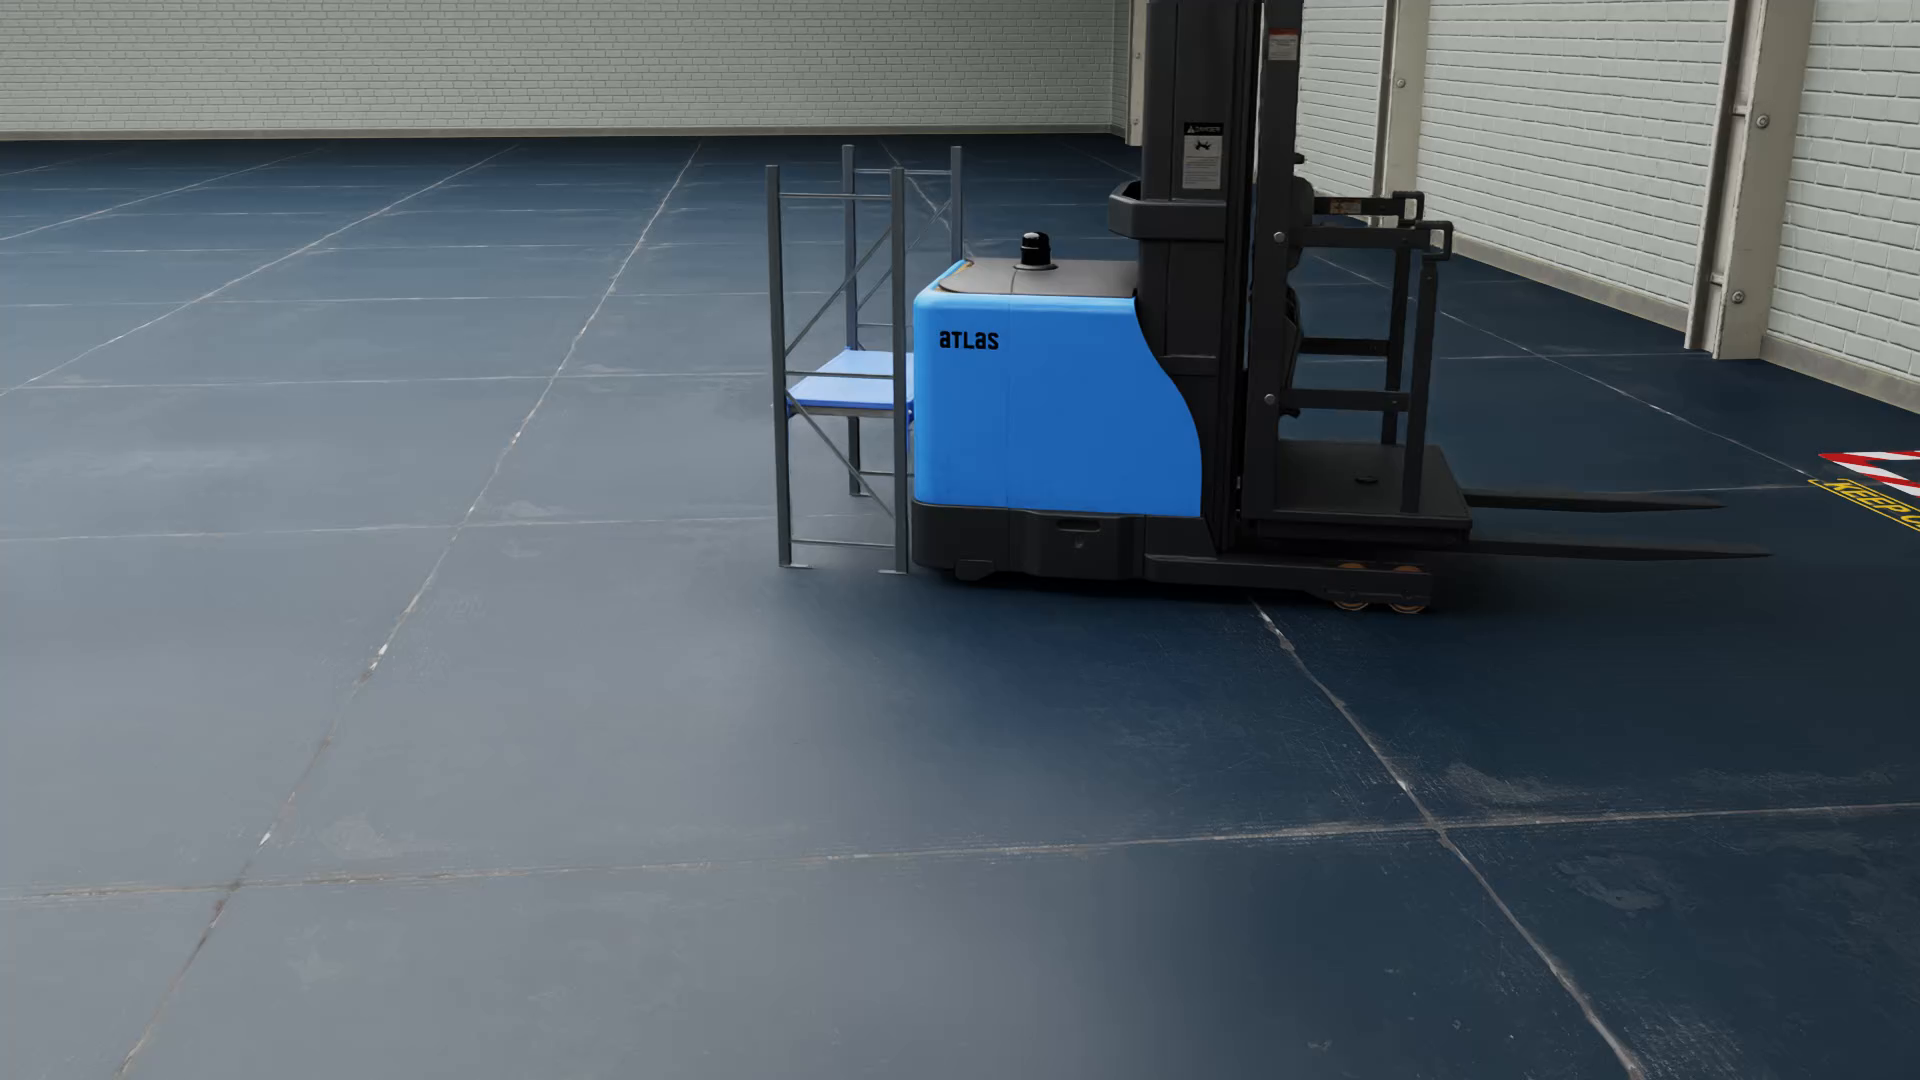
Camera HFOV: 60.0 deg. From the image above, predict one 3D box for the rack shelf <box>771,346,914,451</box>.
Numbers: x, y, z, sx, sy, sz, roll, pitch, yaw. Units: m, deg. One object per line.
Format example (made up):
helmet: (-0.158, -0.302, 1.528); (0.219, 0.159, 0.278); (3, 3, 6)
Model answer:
rack shelf: (-0.340, -0.578, 6.615); (0.538, 0.185, 1.000); (4, 18, 11)

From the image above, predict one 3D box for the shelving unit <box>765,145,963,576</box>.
shelving unit: (-0.340, -0.750, 6.561); (0.538, 1.500, 1.048); (4, 18, 11)

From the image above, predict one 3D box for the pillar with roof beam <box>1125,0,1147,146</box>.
pillar with roof beam: (-1.359, -10.696, 25.723); (9.100, 9.000, 0.400); (-2, 18, -6)

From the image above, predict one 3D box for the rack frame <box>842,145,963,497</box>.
rack frame: (-0.237, -0.899, 7.036); (0.500, 1.500, 0.032); (4, 18, 11)

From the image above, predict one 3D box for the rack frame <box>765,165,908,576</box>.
rack frame: (-0.443, -0.600, 6.086); (0.500, 1.500, 0.032); (4, 18, 11)

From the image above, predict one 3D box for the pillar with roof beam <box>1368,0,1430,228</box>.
pillar with roof beam: (-0.122, -7.121, 14.335); (9.100, 9.000, 0.400); (-2, 18, -6)

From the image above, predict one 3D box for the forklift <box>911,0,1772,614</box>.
forklift: (1.384, -1.311, 5.959); (3.031, 2.935, 1.130); (3, 18, 9)

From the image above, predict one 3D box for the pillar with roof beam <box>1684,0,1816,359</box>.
pillar with roof beam: (0.497, -5.333, 8.641); (9.100, 9.000, 0.400); (-2, 18, -6)
